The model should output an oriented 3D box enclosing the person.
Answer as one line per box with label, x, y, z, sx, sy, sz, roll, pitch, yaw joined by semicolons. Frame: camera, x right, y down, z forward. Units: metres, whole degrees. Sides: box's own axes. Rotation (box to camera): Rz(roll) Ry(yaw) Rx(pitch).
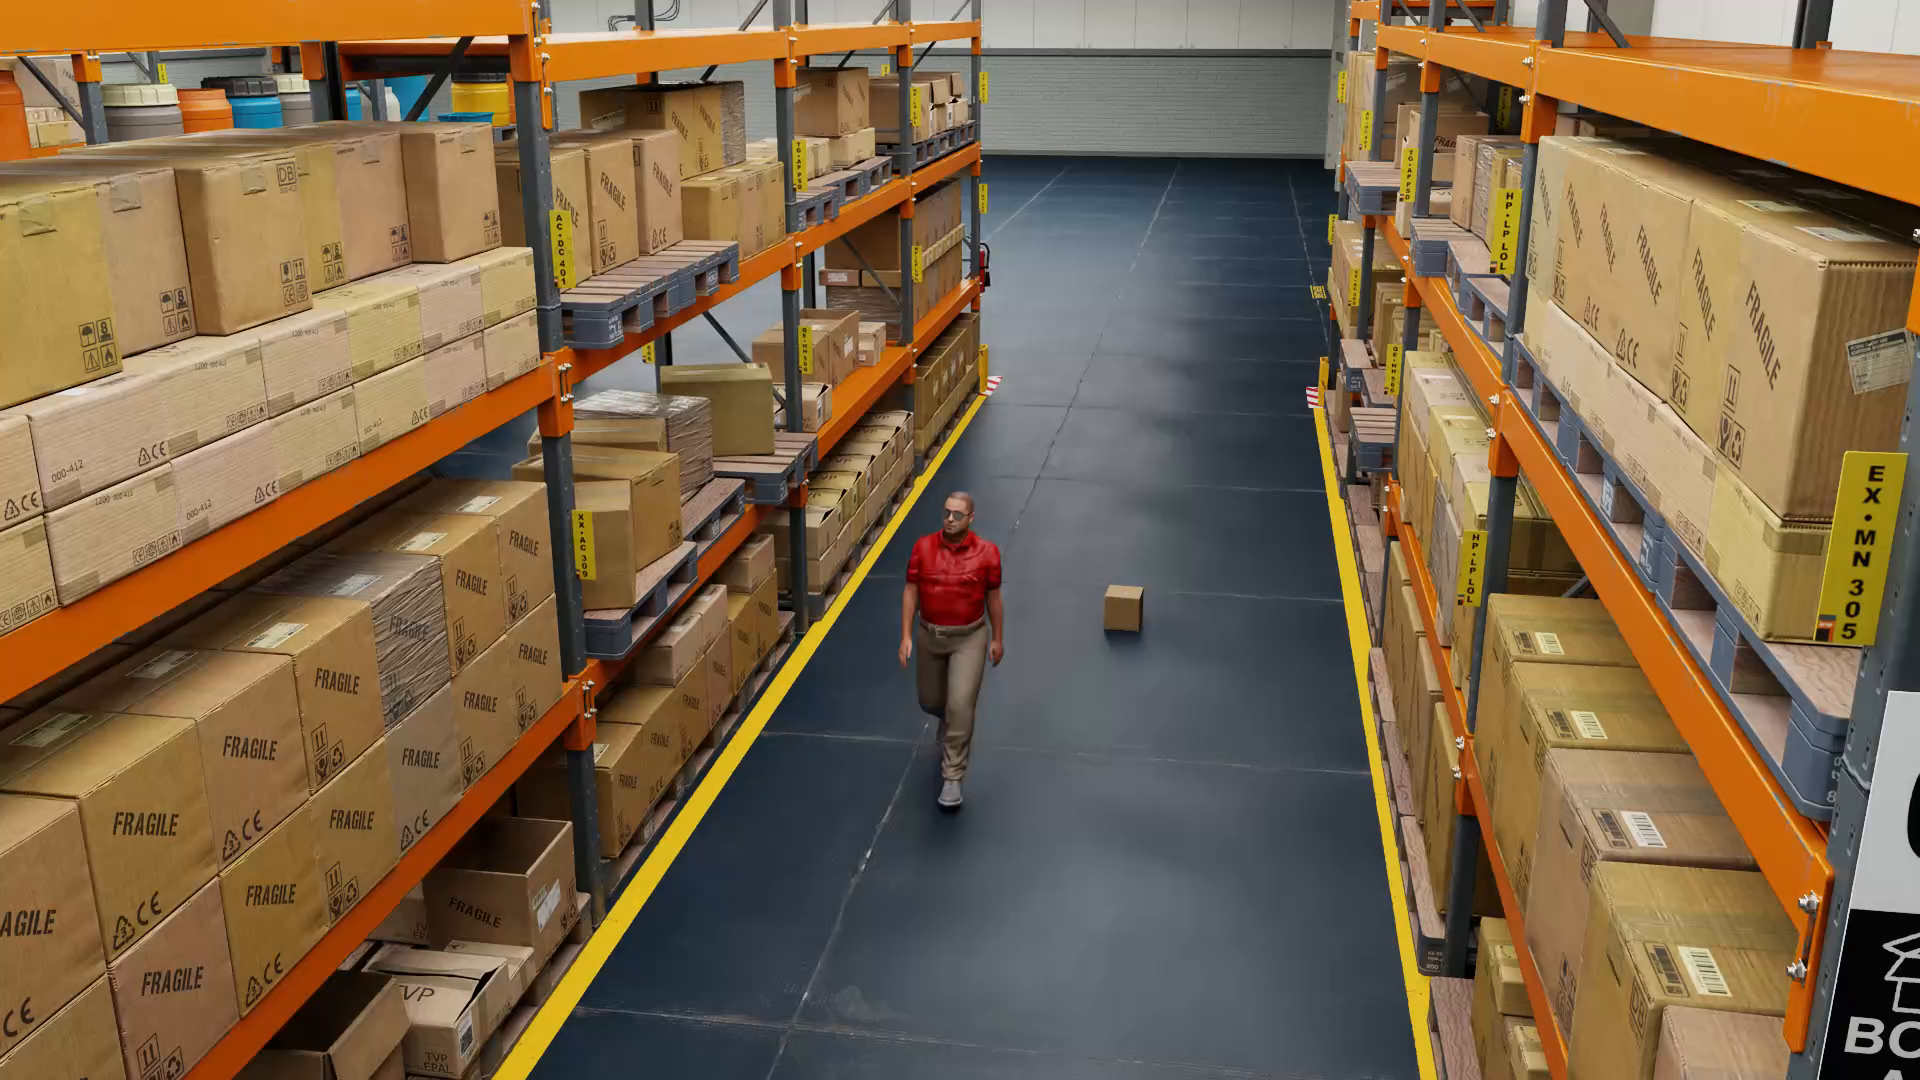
person;-0.051;0.545;9.377;0.553;1.676;0.969;5;18;14
